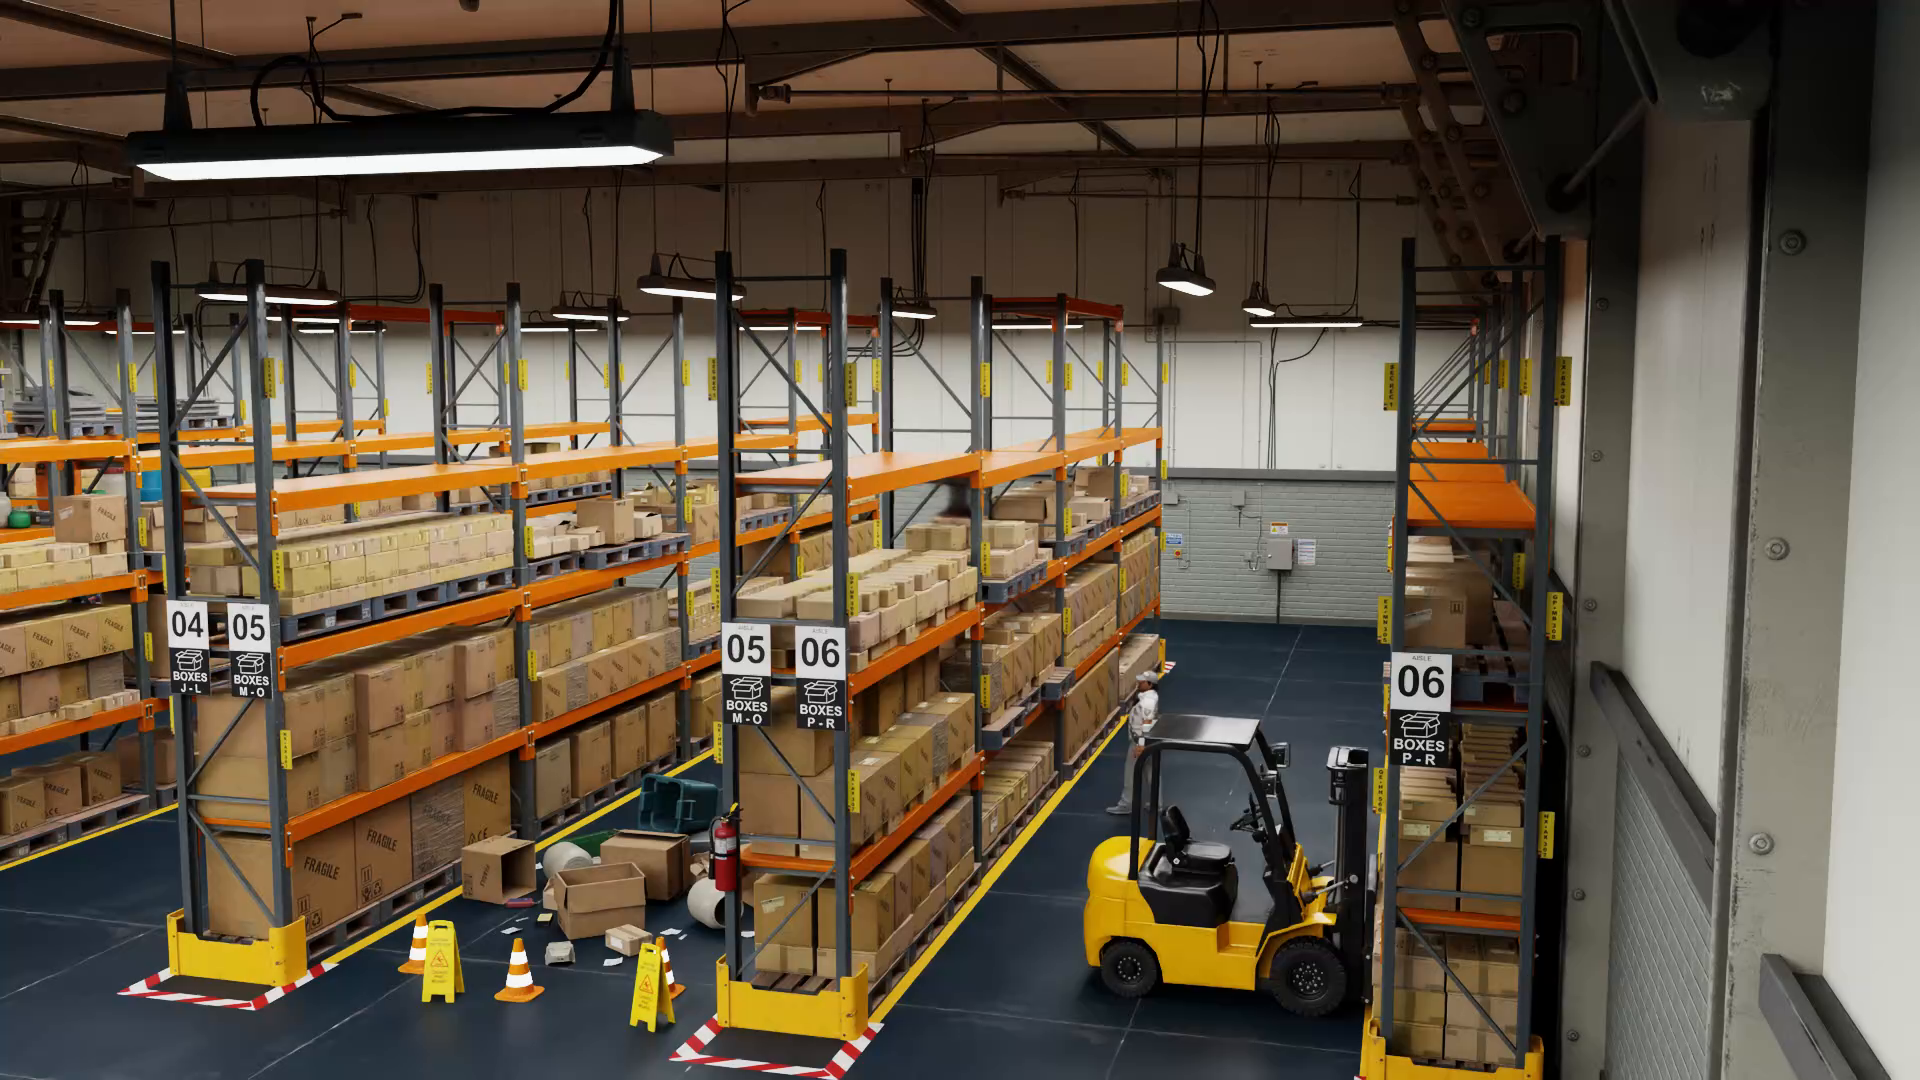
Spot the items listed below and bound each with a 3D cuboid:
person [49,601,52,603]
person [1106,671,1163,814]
[{"bbox_3d":[-15.660,1.324,28.490,0.549,1.668,0.479,1,6,13],"label":"person"},{"bbox_3d":[2.047,2.323,19.210,0.585,1.652,0.554,3,7,26],"label":"person"}]
